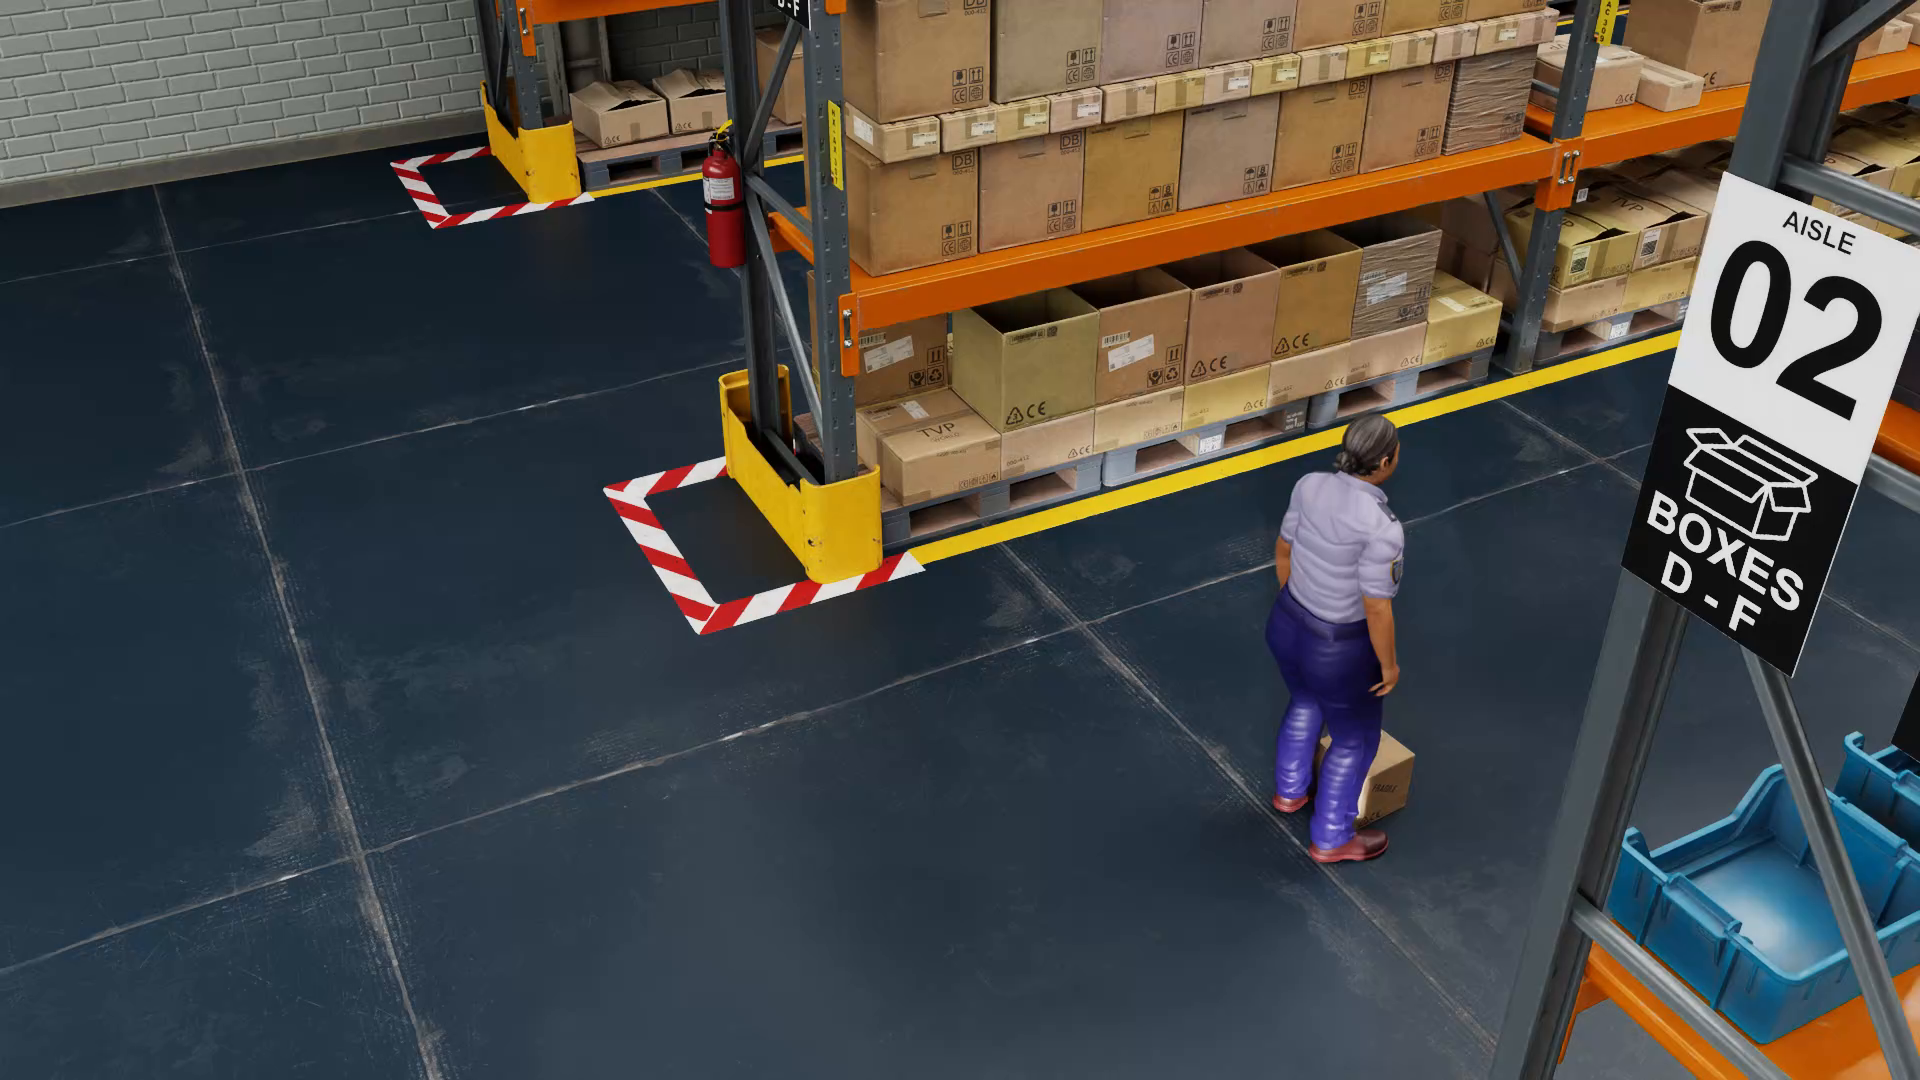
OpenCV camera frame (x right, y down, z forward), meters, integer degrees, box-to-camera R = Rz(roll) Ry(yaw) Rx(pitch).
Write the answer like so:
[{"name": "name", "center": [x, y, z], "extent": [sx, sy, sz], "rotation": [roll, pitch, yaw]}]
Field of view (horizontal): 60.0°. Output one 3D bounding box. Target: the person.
[{"name": "person", "center": [1.290, 0.328, 5.646], "extent": [0.418, 1.653, 0.563], "rotation": [-18, 37, -25]}]
